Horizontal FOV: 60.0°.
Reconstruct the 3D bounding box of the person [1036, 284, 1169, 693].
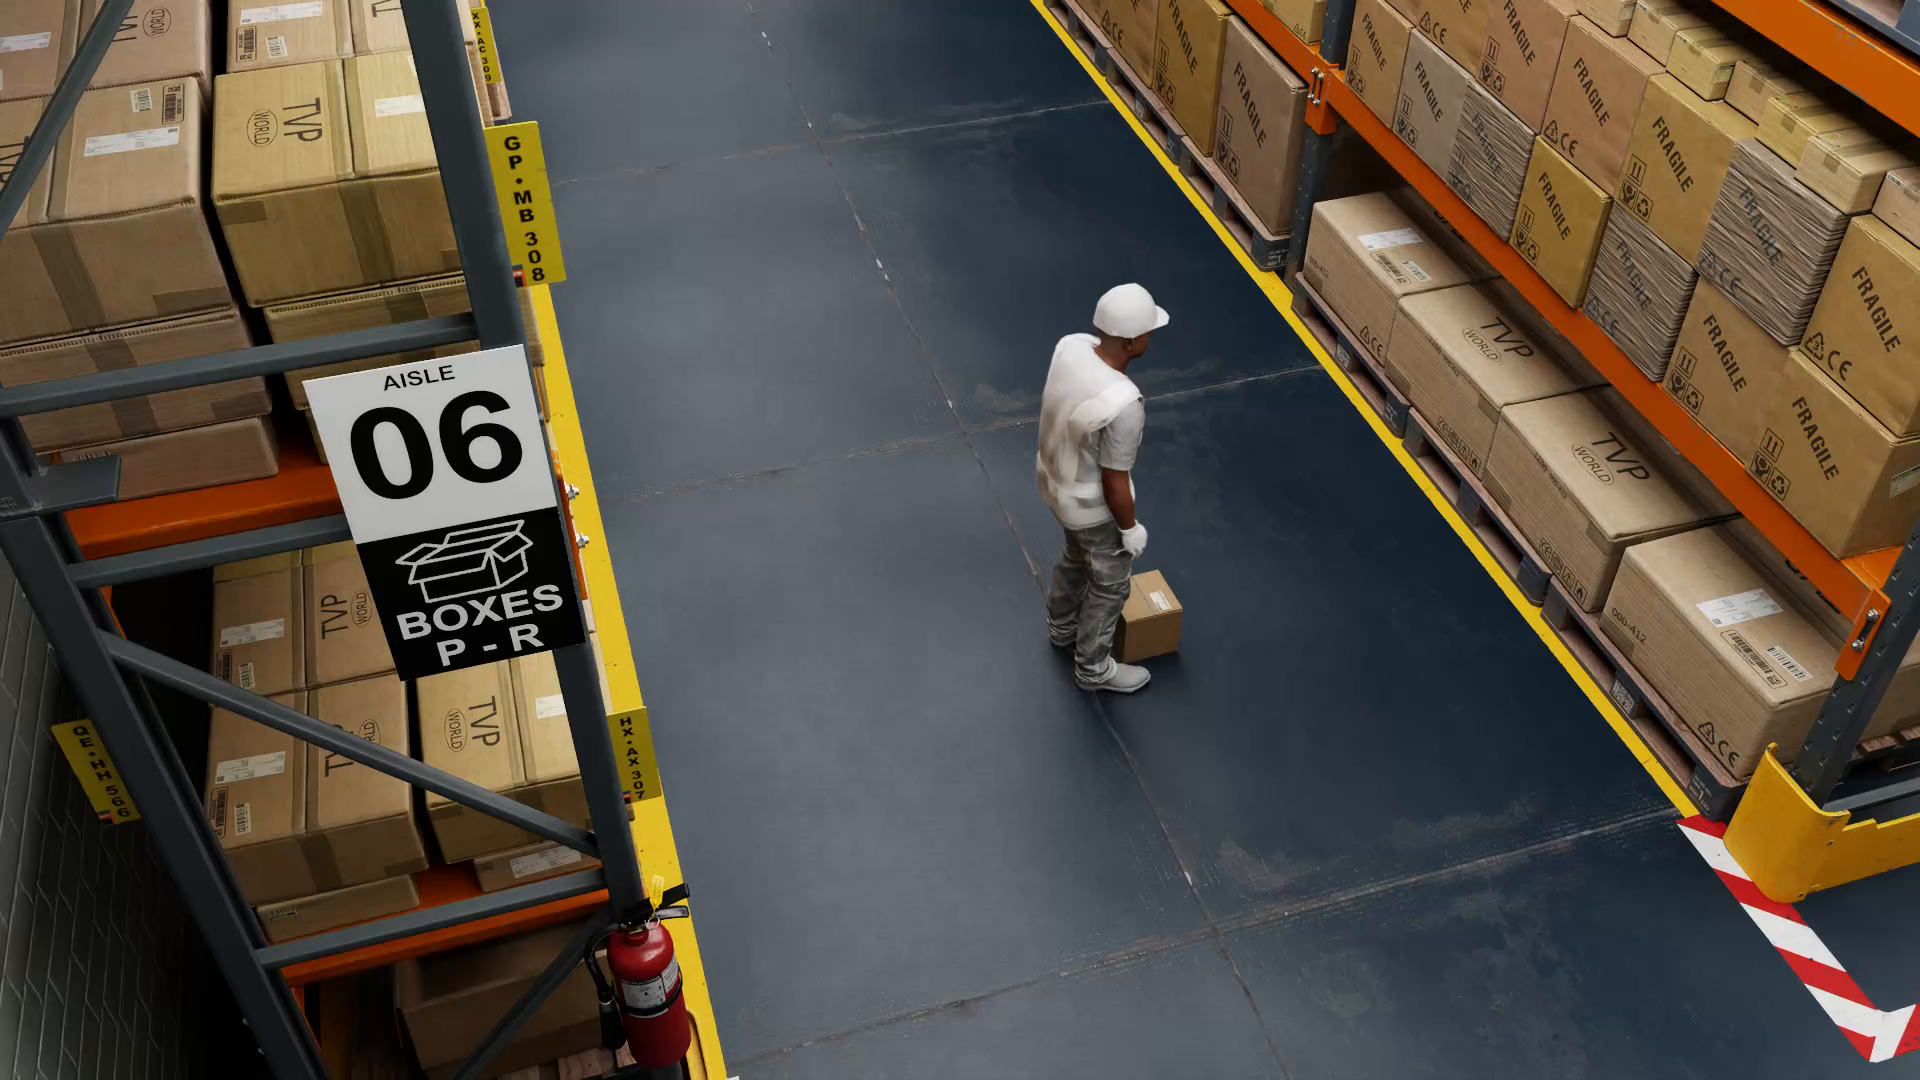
[{"bbox_3d":[0.533,-0.185,6.359,0.448,1.774,0.616,-13,43,-14],"label":"person"}]
